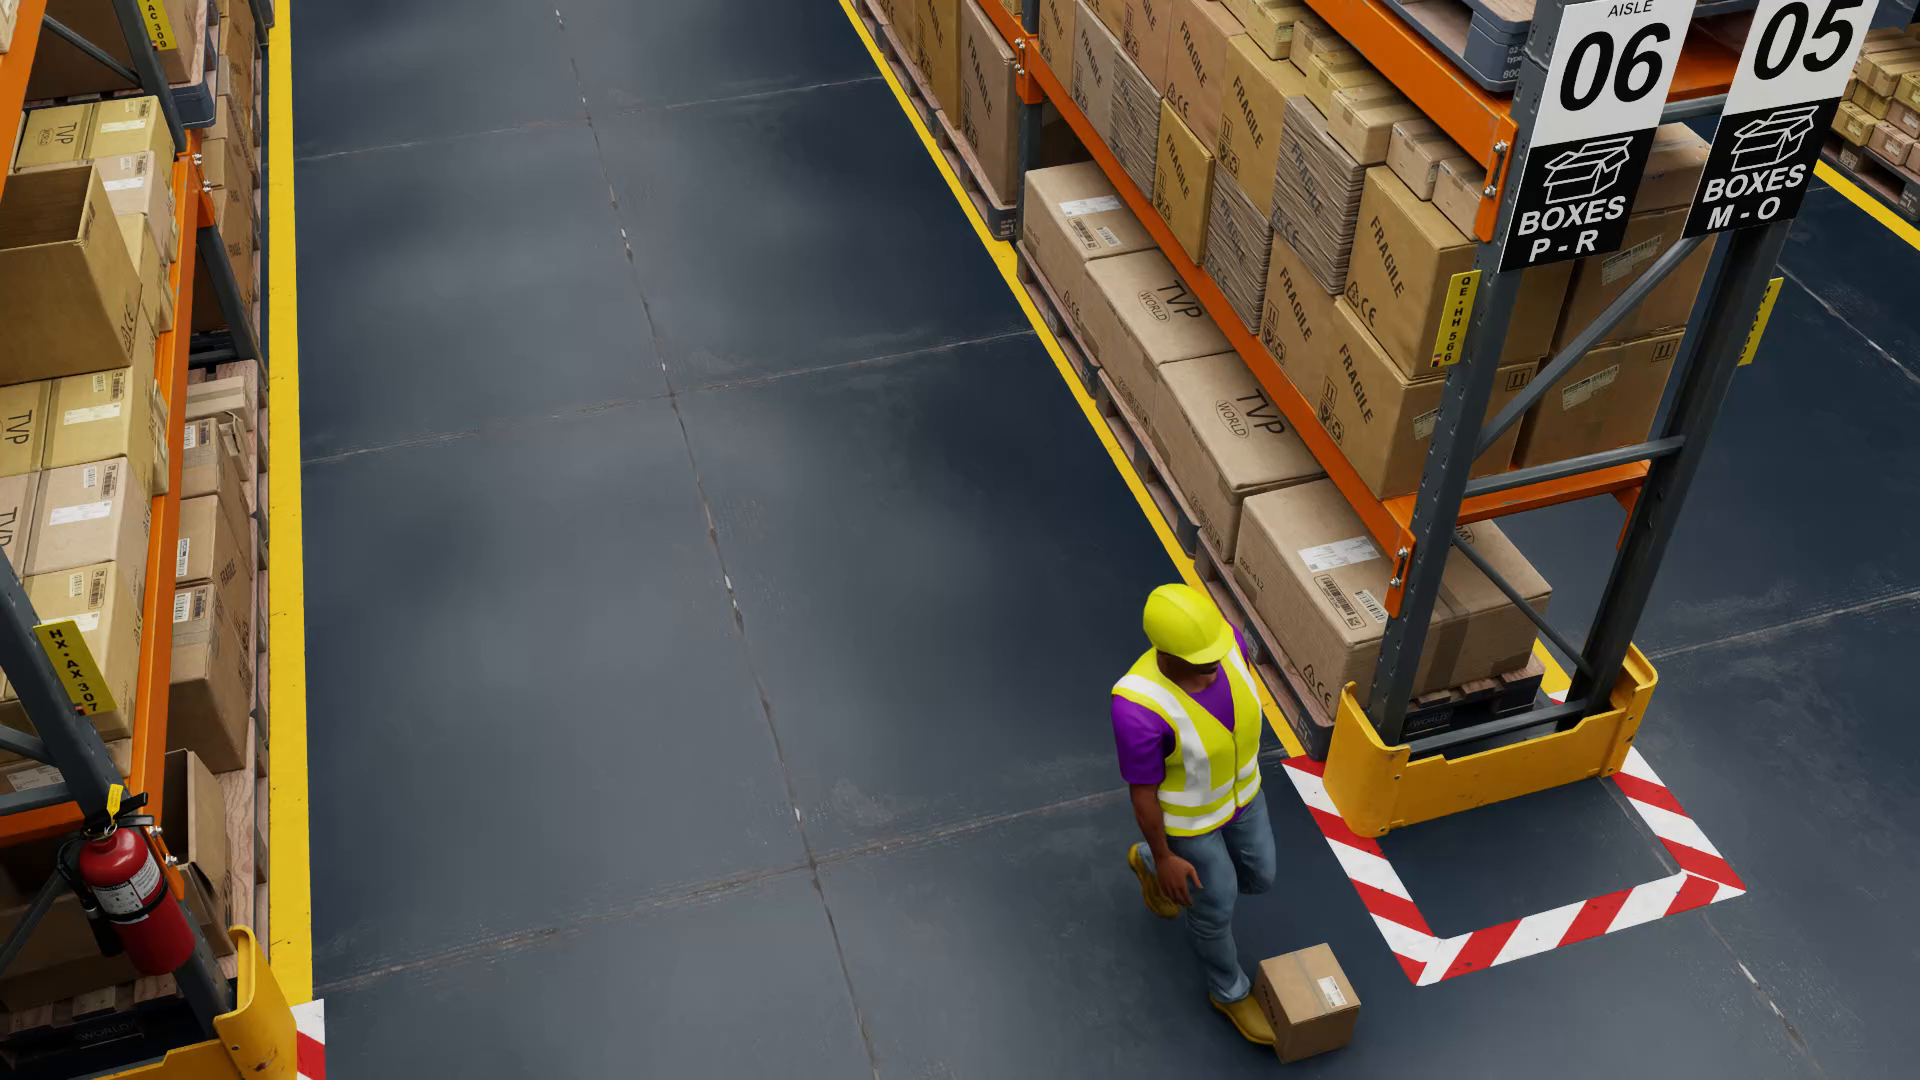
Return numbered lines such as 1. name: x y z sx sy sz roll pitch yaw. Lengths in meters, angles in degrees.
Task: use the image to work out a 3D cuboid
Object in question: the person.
1. person: 0.838 0.856 5.222 0.609 1.720 0.778 -34 52 -32
